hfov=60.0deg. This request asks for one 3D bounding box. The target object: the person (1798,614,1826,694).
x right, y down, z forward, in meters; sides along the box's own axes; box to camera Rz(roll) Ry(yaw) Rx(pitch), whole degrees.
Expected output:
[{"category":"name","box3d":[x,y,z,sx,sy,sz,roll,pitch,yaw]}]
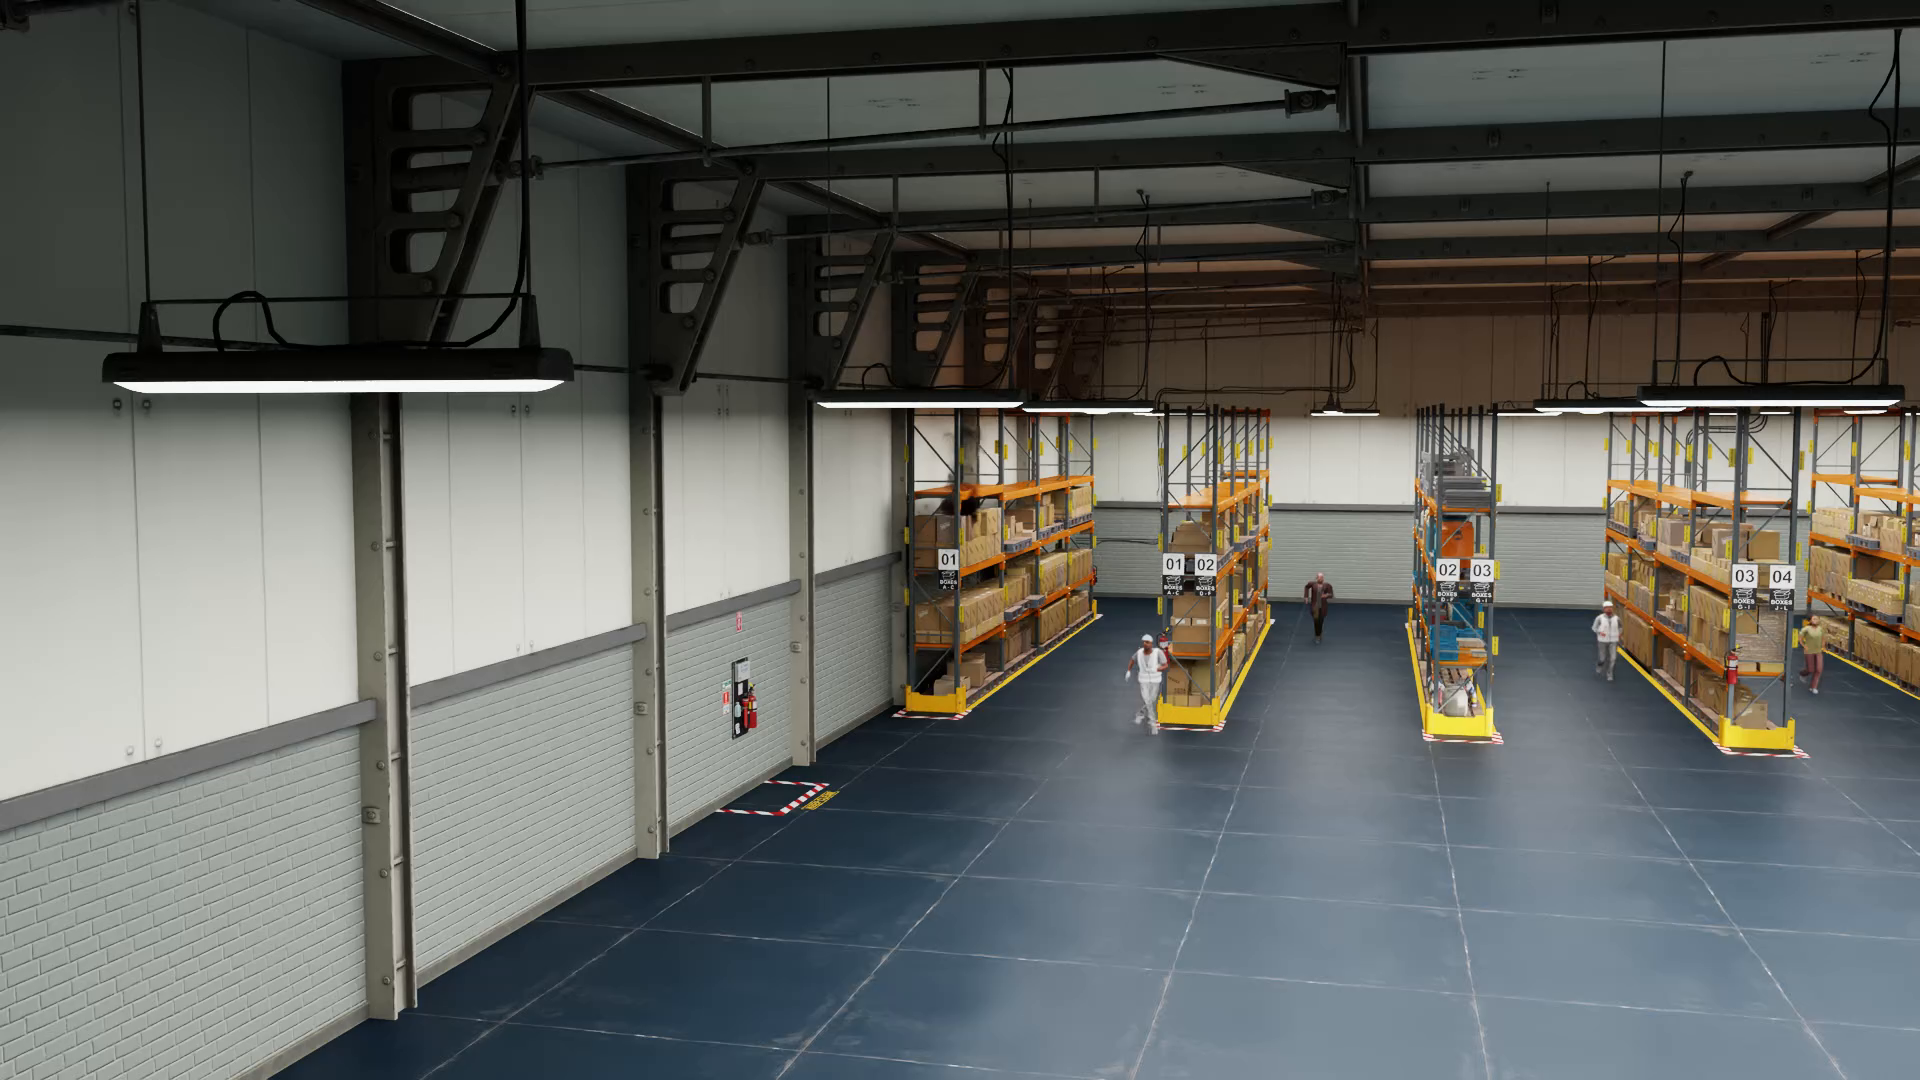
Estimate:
[{"category":"person","box3d":[17.930,2.372,34.984,0.591,1.650,0.711,0,4,3]}]

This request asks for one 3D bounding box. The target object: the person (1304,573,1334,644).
[{"category":"person","box3d":[9.209,1.741,42.687,0.739,1.831,0.940,1,4,11]}]

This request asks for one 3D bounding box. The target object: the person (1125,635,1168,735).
[{"category":"person","box3d":[3.424,2.629,30.497,0.765,1.796,0.846,0,4,3]}]

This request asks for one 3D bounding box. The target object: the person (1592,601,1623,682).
[{"category":"person","box3d":[14.197,2.207,36.426,0.669,1.733,0.760,1,4,9]}]
